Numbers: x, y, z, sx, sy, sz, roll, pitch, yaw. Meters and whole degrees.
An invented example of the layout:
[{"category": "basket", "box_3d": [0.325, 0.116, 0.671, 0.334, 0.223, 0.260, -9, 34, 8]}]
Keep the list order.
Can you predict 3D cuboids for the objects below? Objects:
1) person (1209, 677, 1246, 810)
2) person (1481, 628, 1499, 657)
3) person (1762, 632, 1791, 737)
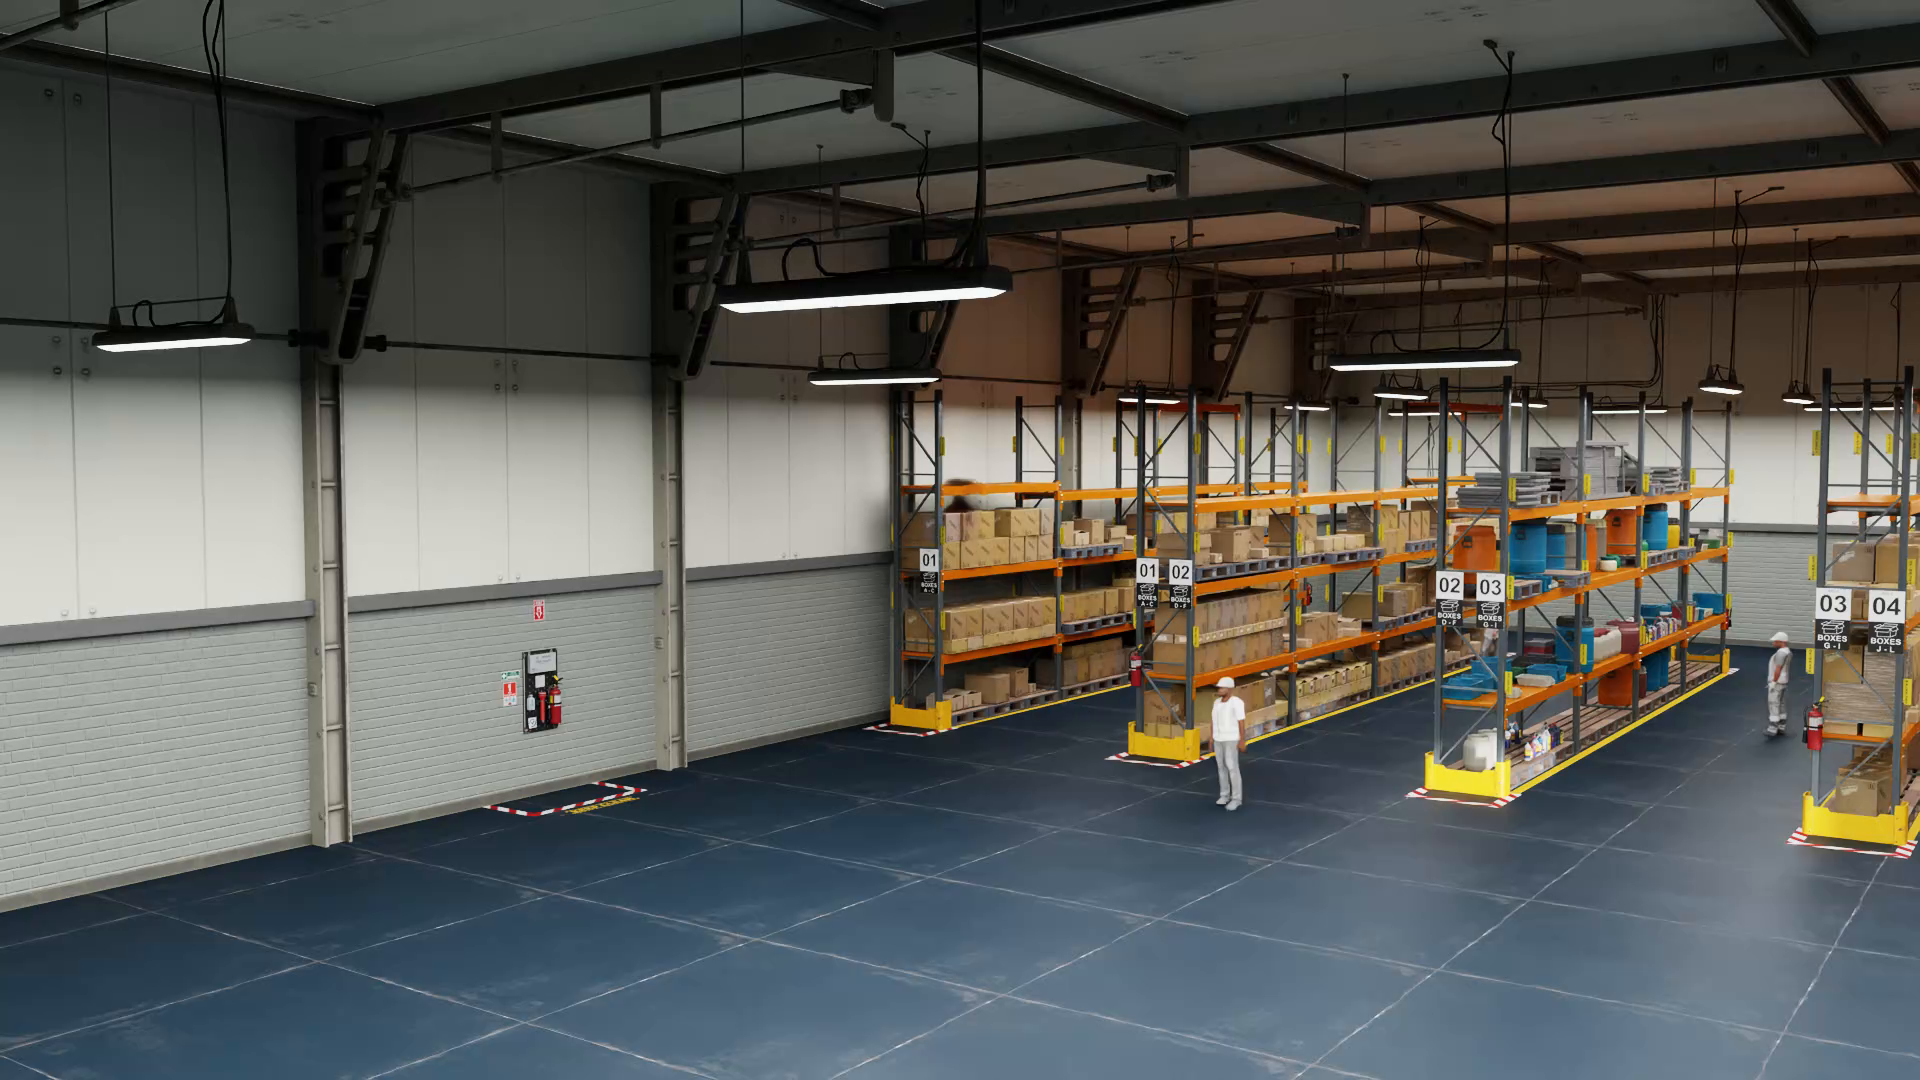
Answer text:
[{"category": "person", "box_3d": [3.702, 2.811, 23.198, 0.466, 1.777, 0.680, -2, 4, -33]}, {"category": "person", "box_3d": [11.610, 2.114, 36.149, 0.588, 1.754, 0.983, 2, 4, 36]}, {"category": "person", "box_3d": [14.151, 2.490, 28.823, 0.422, 1.793, 0.563, 3, 4, 42]}]
